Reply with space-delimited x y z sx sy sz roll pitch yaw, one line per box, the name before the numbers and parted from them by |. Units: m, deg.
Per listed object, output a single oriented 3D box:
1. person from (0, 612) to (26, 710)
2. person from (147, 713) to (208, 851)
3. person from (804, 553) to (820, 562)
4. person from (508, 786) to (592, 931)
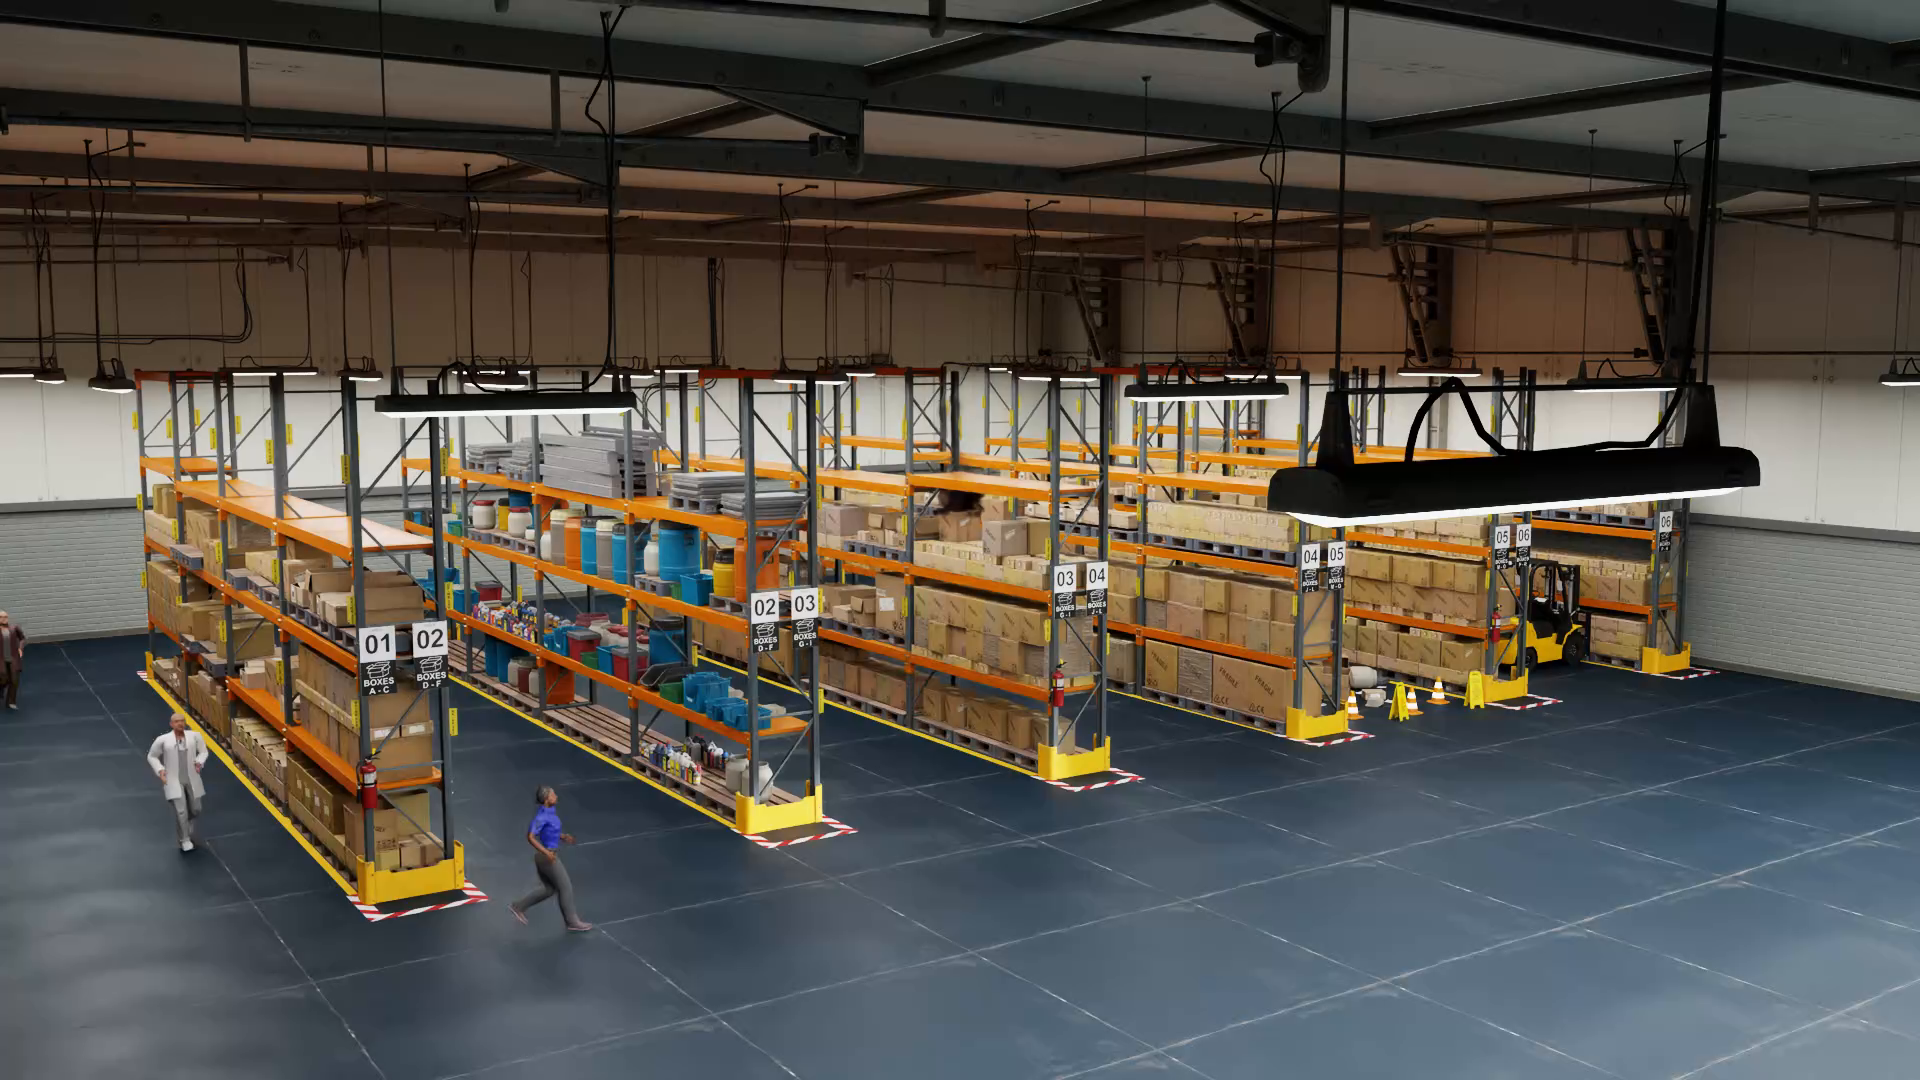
person | -17.025 2.140 29.660 0.726 1.745 0.686 -6 9 -41
person | -9.987 3.069 21.297 0.715 1.733 0.804 -5 8 -37
person | -3.651 0.790 41.626 0.743 1.755 0.784 5 8 38
person | -4.481 3.481 18.096 0.899 1.616 0.606 -2 7 -14
